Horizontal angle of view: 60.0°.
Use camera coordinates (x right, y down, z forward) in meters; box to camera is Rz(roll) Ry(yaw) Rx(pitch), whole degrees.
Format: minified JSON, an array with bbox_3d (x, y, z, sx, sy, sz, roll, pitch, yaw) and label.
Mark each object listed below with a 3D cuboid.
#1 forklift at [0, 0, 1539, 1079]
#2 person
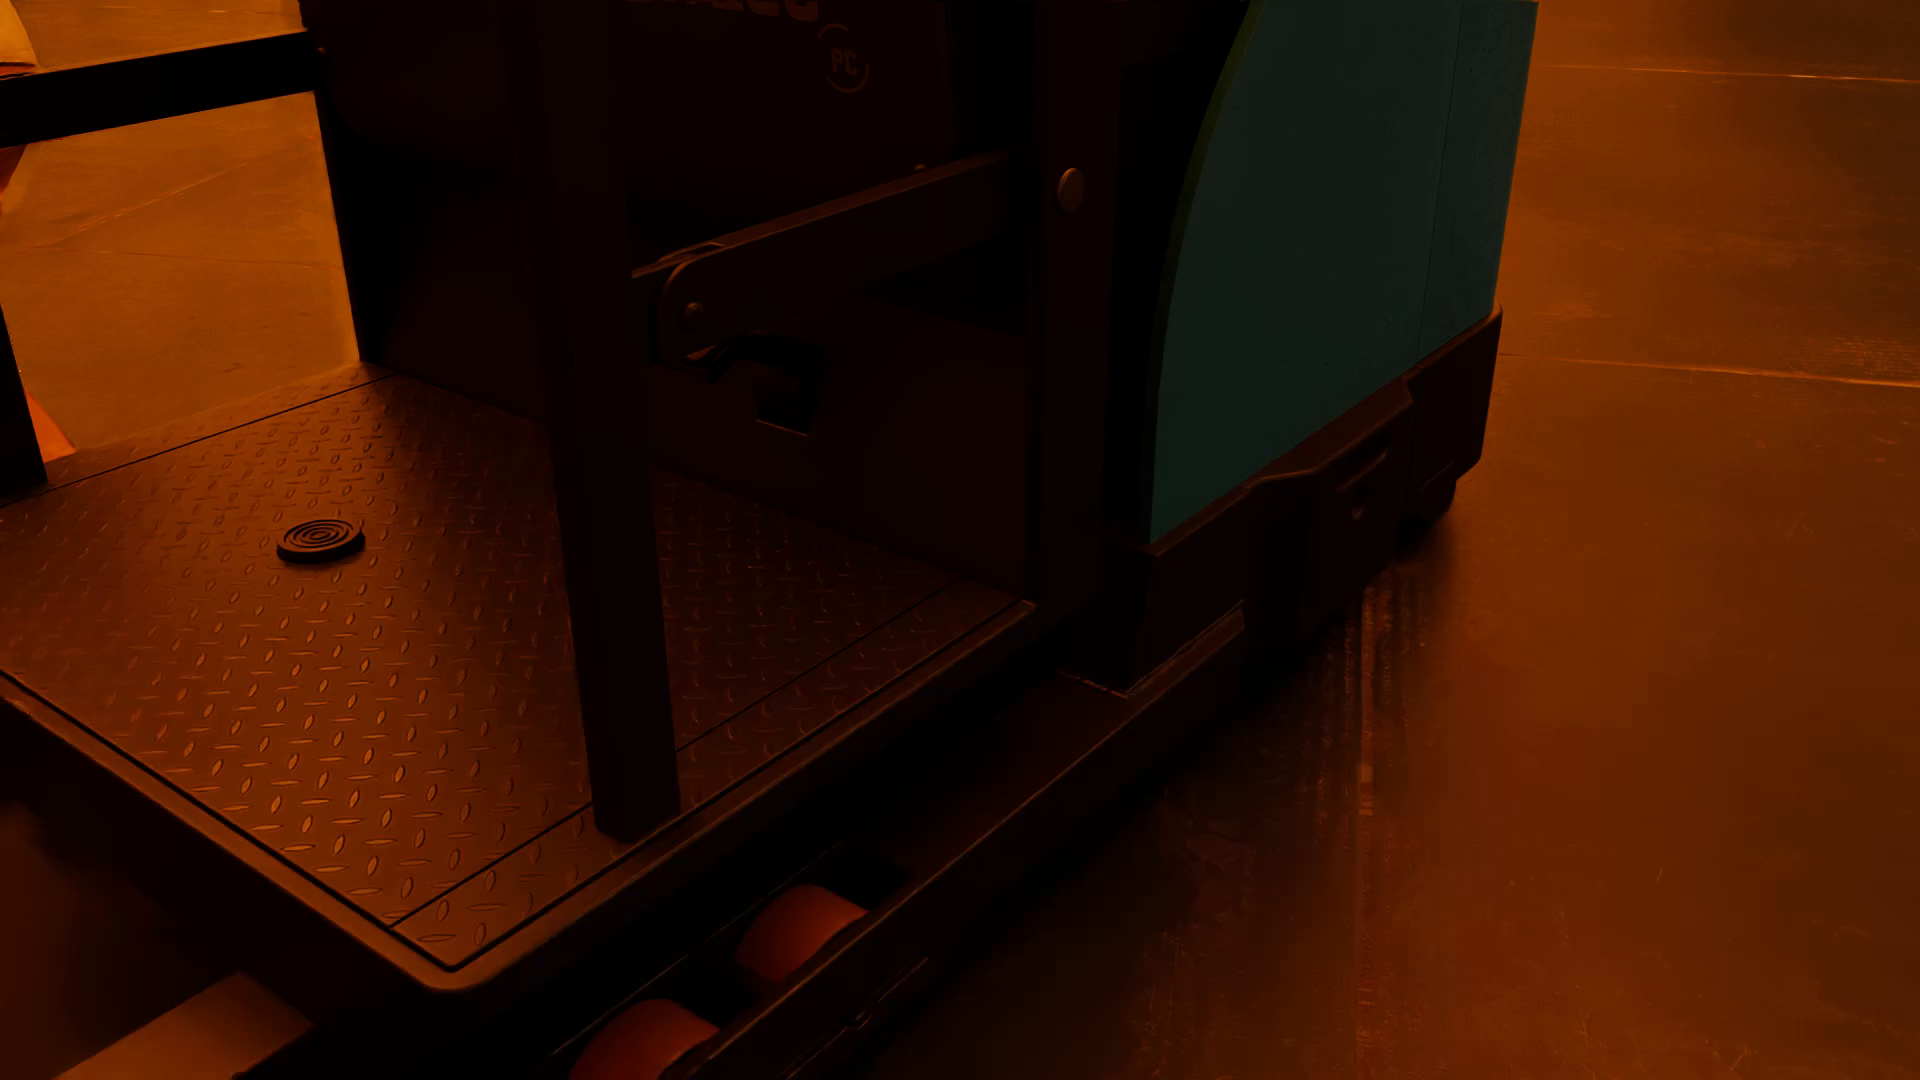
[{"bbox_3d":[-0.477,-1.003,1.233,1.130,2.935,3.031,19,32,33],"label":"forklift"},{"bbox_3d":[-1.624,-0.616,2.255,0.810,1.326,1.263,-11,29,-20],"label":"person"}]
